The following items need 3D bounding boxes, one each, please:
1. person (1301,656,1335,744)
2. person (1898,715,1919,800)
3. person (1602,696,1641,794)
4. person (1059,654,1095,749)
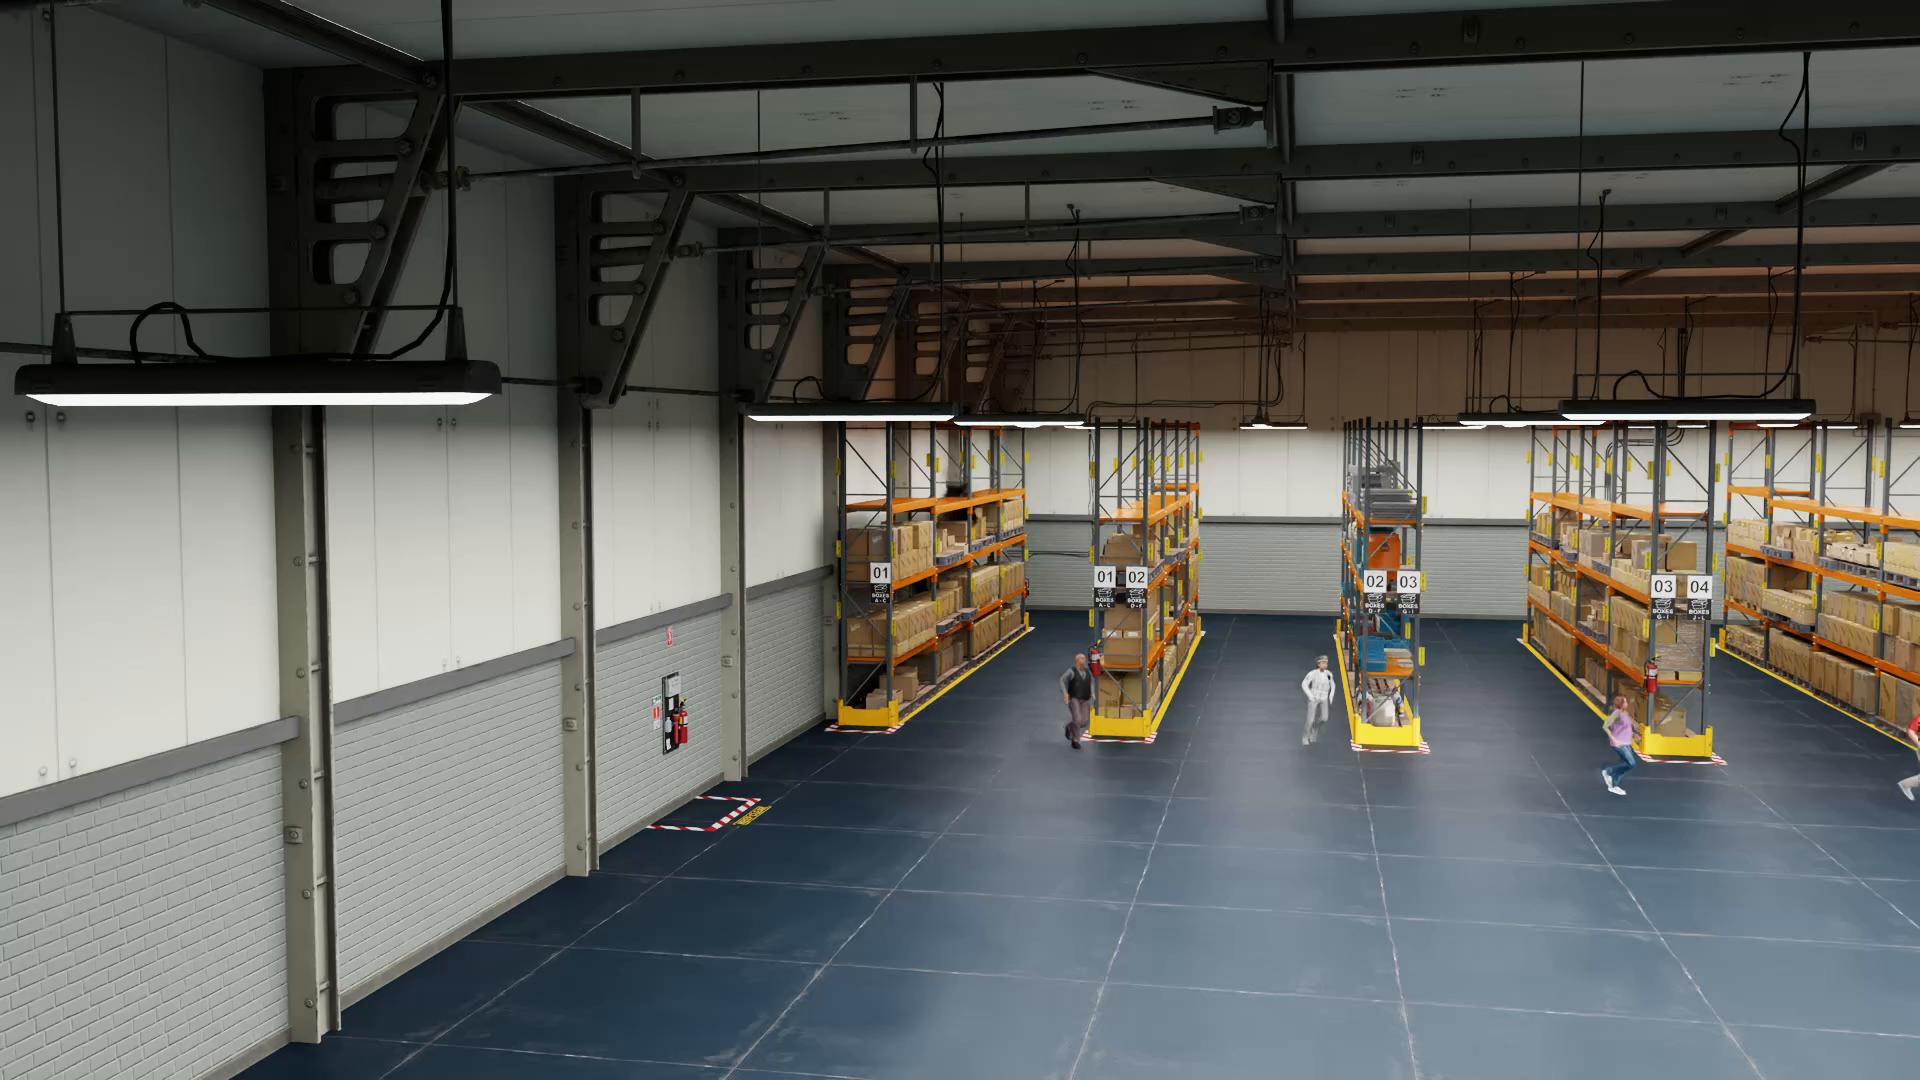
[{"bbox_3d":[6.590,2.928,30.451,0.675,1.635,0.533,0,4,-5],"label":"person"},{"bbox_3d":[14.695,3.240,25.253,0.654,1.730,0.821,-3,5,-36],"label":"person"},{"bbox_3d":[10.473,3.243,26.294,0.535,1.560,0.536,3,5,42],"label":"person"},{"bbox_3d":[2.170,2.968,30.370,0.707,1.605,0.657,-2,4,-26],"label":"person"}]
